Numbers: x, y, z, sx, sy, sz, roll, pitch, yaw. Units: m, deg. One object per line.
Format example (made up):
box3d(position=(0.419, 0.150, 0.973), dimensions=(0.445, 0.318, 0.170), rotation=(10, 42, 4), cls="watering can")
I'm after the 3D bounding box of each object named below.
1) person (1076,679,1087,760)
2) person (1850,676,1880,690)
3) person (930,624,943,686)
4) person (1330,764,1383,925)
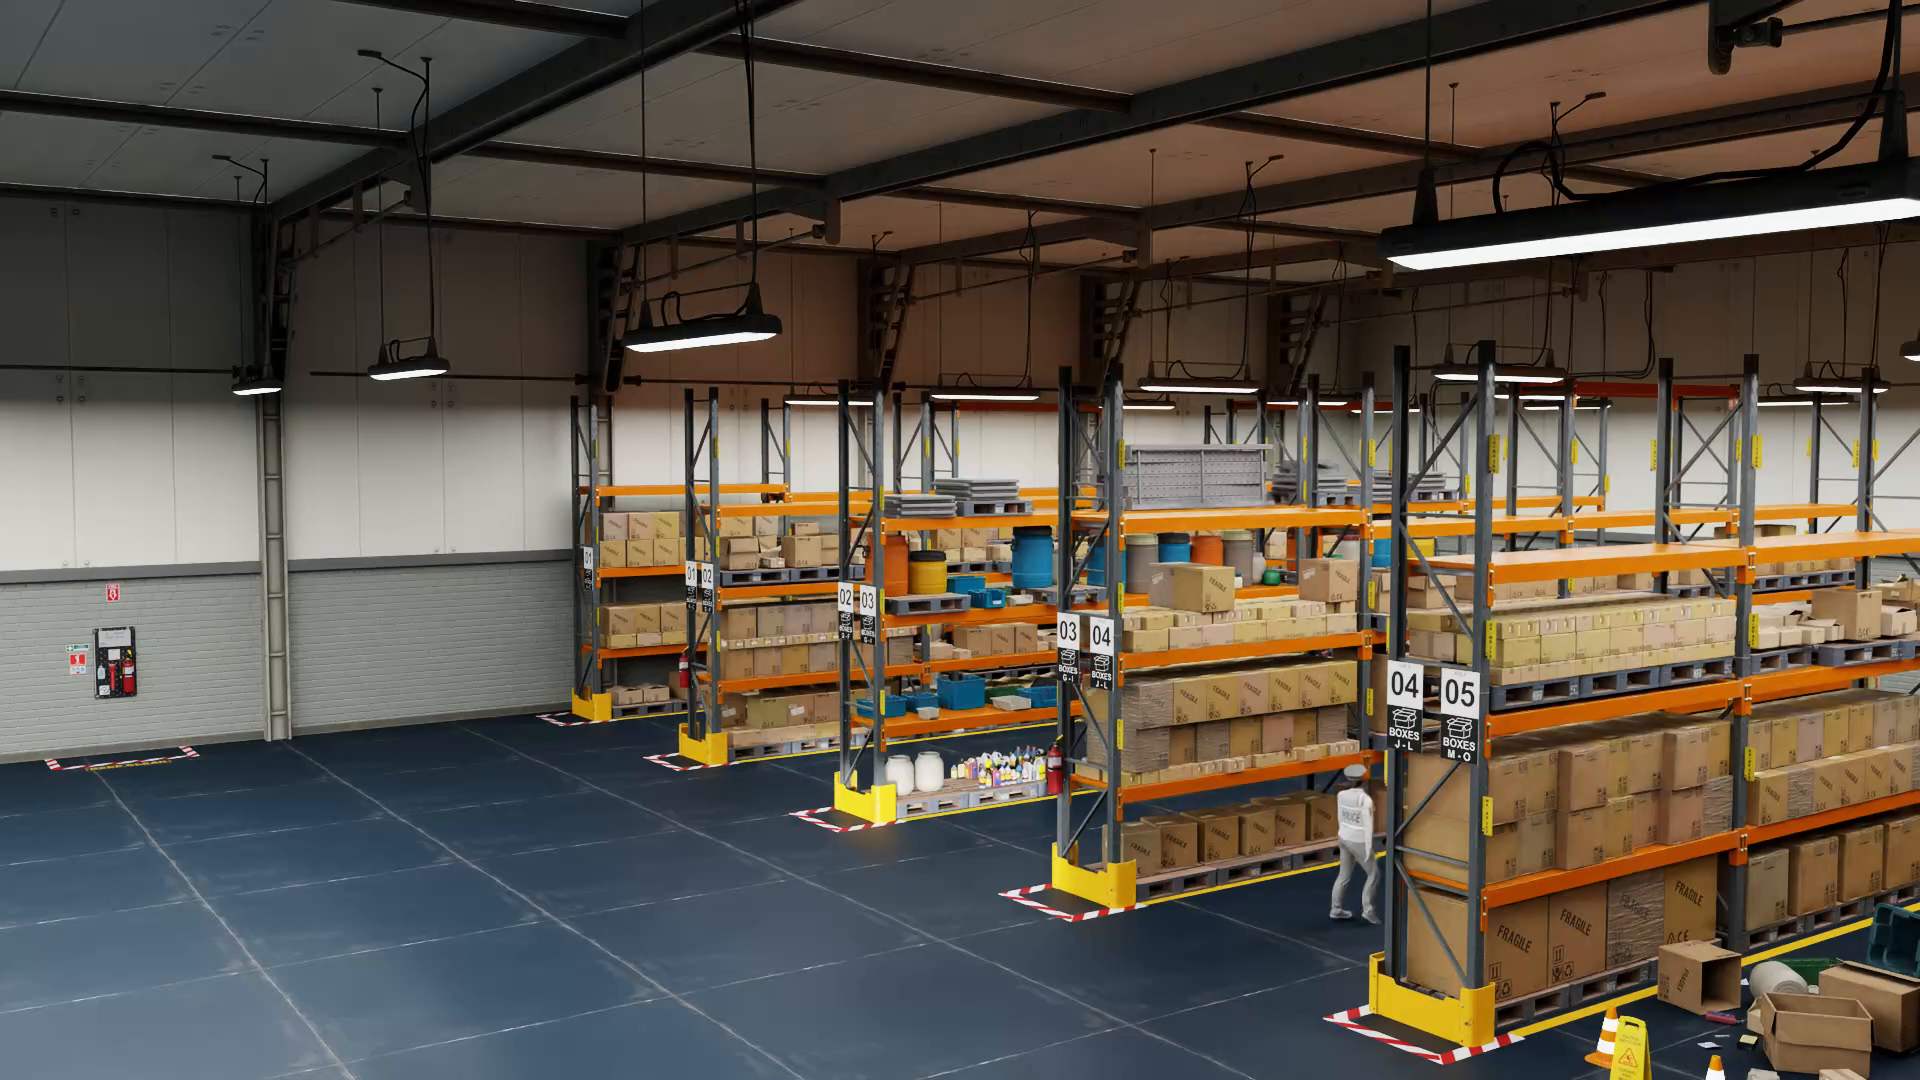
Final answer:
box3d(position=(2.088, 2.813, 26.773), dimensions=(0.362, 1.508, 0.482), rotation=(3, 5, 43), cls="person")
box3d(position=(15.474, 2.634, 28.419), dimensions=(0.501, 1.702, 0.457), rotation=(3, 4, 40), cls="person")
box3d(position=(-0.564, 2.232, 32.235), dimensions=(0.387, 1.799, 0.558), rotation=(3, 4, 38), cls="person")
box3d(position=(4.256, 3.273, 17.810), dimensions=(0.542, 1.748, 0.532), rotation=(-1, 3, -10), cls="person")
